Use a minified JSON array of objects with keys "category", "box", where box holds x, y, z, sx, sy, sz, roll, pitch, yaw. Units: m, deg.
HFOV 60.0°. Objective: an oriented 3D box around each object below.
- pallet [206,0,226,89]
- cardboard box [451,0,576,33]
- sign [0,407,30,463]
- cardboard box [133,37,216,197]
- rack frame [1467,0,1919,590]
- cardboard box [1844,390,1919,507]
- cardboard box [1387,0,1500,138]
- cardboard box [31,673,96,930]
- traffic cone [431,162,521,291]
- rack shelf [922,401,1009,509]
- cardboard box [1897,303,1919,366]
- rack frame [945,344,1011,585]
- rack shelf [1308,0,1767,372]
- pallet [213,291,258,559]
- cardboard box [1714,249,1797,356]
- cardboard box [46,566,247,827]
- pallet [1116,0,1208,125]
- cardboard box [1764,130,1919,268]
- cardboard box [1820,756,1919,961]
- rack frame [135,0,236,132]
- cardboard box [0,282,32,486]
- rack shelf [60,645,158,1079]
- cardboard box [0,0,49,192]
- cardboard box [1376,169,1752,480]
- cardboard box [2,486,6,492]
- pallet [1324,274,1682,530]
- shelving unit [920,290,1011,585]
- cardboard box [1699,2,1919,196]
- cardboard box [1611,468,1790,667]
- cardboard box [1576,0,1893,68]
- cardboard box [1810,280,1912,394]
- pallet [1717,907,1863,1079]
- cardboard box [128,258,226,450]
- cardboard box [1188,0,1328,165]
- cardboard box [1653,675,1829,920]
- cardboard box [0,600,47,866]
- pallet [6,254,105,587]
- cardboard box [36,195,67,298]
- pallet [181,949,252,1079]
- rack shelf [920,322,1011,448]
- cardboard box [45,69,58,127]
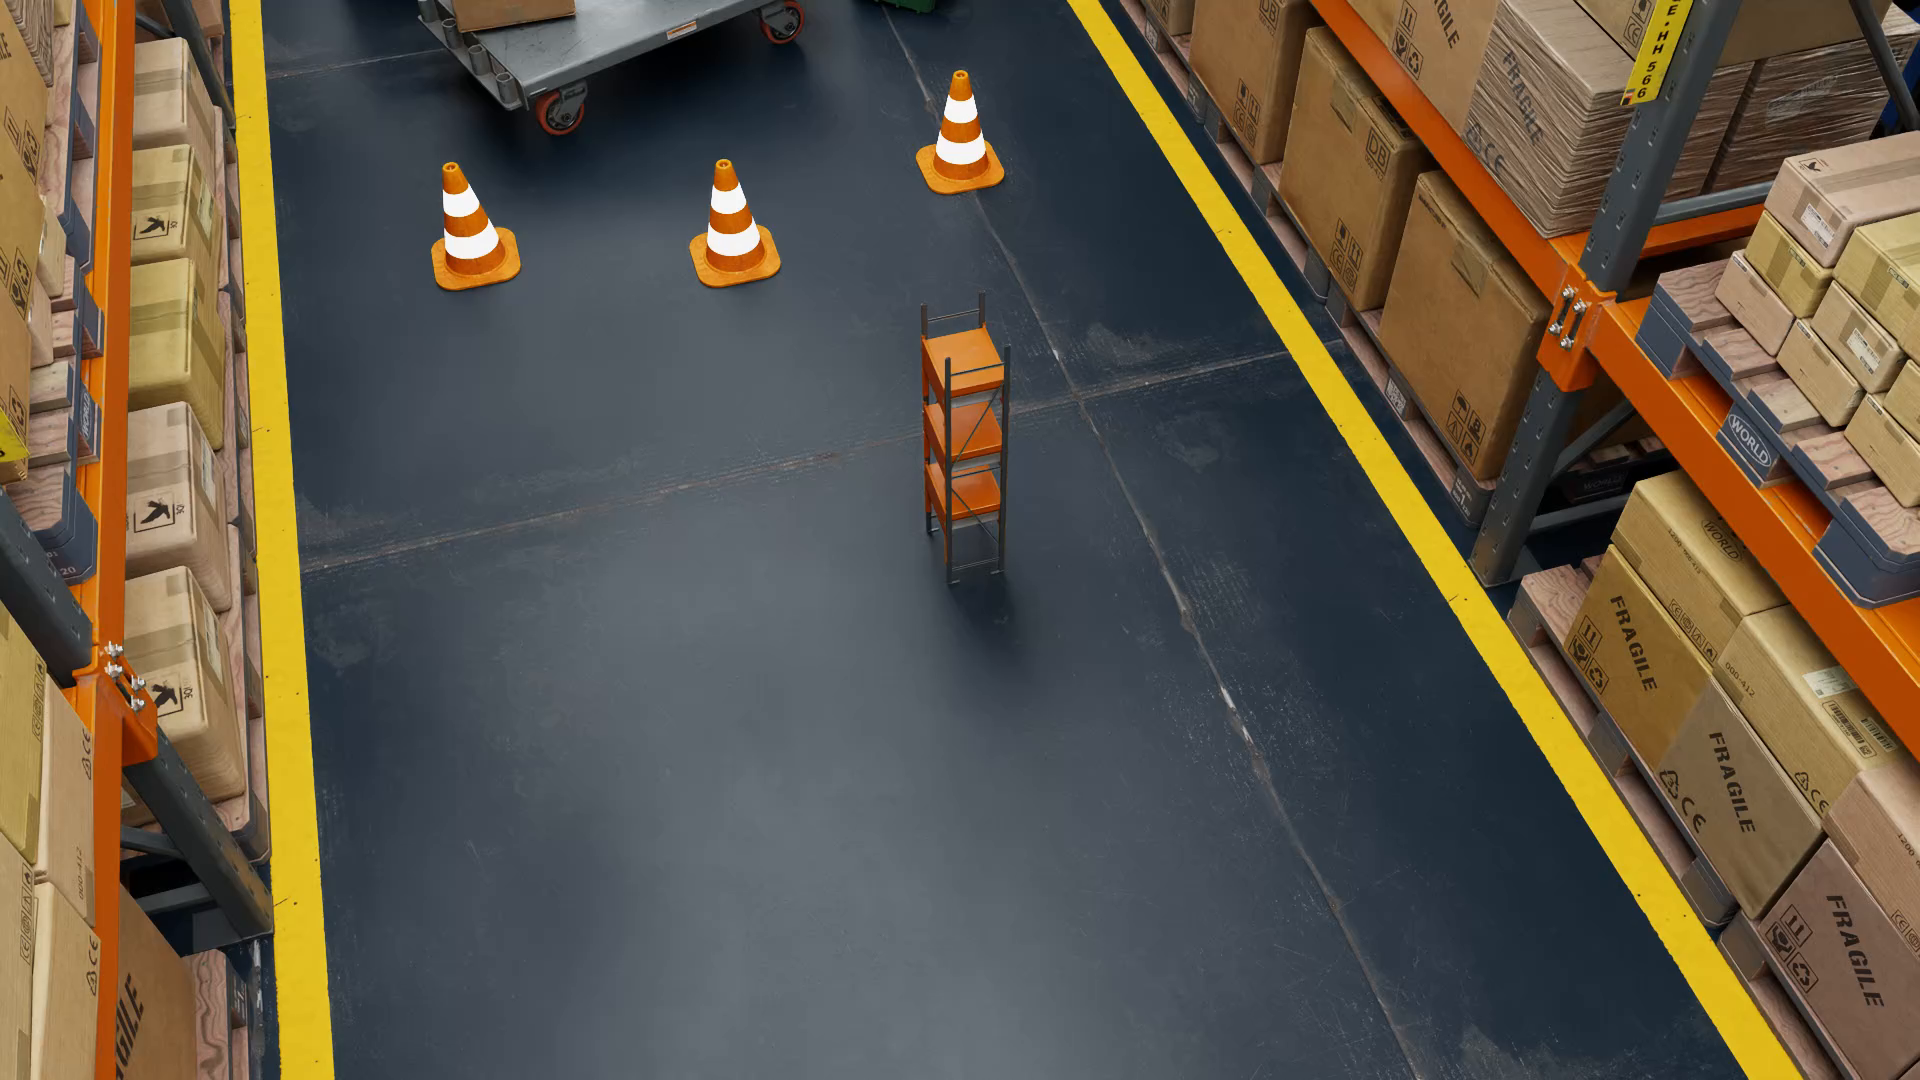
[{"category":"pallet","box":[-3.886,-2.268,7.524,1.003,0.211,1.213,-13,51,-11]},{"category":"cardboard box","box":[-1.962,-2.548,7.075,0.500,0.500,0.500,-13,51,-11]},{"category":"sign","box":[-1.941,-0.264,3.254,0.100,0.325,0.005,-13,51,-11]},{"category":"cardboard box","box":[-3.496,-1.591,6.573,0.950,0.372,0.625,-13,51,-11]},{"category":"rack frame","box":[2.228,-0.956,4.594,1.000,3.000,0.127,-13,51,-11]},{"category":"cardboard box","box":[2.327,-0.245,3.885,0.380,0.149,0.250,-11,51,-9]},{"category":"cardboard box","box":[1.693,-1.621,5.090,0.500,0.500,0.500,-13,51,-11]},{"category":"cardboard box","box":[-2.073,0.596,3.384,0.500,0.250,0.500,-15,51,-12]},{"category":"traffic cone","box":[-1.949,-1.278,6.525,0.336,0.463,0.334,-13,51,-11]},{"category":"rack shelf","box":[0.016,-0.292,5.324,0.215,0.259,0.240,-13,51,-11]},{"category":"cardboard box","box":[2.330,-0.445,3.664,0.380,0.149,0.250,-14,51,-11]},{"category":"rack frame","box":[0.052,-0.210,5.241,0.200,1.050,0.008,-13,51,-11]},{"category":"rack shelf","box":[1.637,-2.185,6.101,1.077,0.370,4.000,-13,51,-11]},{"category":"pallet","box":[-3.057,-0.325,5.886,1.003,0.211,1.213,-13,51,-11]},{"category":"cardboard box","box":[2.168,-0.638,4.216,0.380,0.149,0.250,-14,51,-11]},{"category":"cardboard box","box":[-2.628,0.533,4.782,0.950,0.372,0.625,-16,52,-13]},{"category":"pallet","box":[1.346,-2.432,7.663,1.003,0.211,1.213,-13,51,-11]},{"category":"cardboard box","box":[2.181,-0.818,3.978,0.380,0.149,0.250,-13,51,-11]},{"category":"cardboard box","box":[2.485,0.765,4.013,0.500,0.250,0.500,-13,51,-11]},{"category":"rack frame","box":[-3.653,-2.685,6.051,1.000,3.000,0.127,-13,51,-11]},{"category":"cardboard box","box":[-2.382,-0.408,3.597,0.500,0.500,0.500,-15,51,-12]},{"category":"rack shelf","box":[-1.879,1.929,2.632,1.077,0.370,4.000,-13,51,-11]},{"category":"cardboard box","box":[-2.707,-1.173,4.242,0.500,0.500,0.500,-13,51,-10]},{"category":"cardboard box","box":[2.134,-0.832,5.686,1.050,0.750,0.750,-14,51,-11]},{"category":"cardboard box","box":[-2.389,-0.097,3.760,0.380,0.149,0.250,-16,52,-13]},{"category":"pallet","box":[2.067,-0.650,6.160,1.003,0.211,1.213,-13,51,-11]},{"category":"shelving unit","box":[0.016,-0.299,5.316,0.215,1.050,0.252,-13,51,-11]},{"category":"cardboard box","box":[2.354,-1.377,4.884,0.500,0.500,0.500,-13,51,-11]},{"category":"cardboard box","box":[2.201,0.031,4.632,0.500,0.250,0.500,-15,52,-13]},{"category":"cardboard box","box":[2.105,-1.641,4.452,0.700,0.500,0.500,-14,51,-11]},{"category":"cardboard box","box":[2.262,-0.510,3.914,0.380,0.149,0.250,-11,51,-9]},{"category":"pallet","box":[2.815,1.403,4.429,1.003,0.211,1.213,-13,51,-11]},{"category":"cardboard box","box":[-3.073,-0.559,5.703,0.950,0.372,0.625,-12,51,-10]},{"category":"cardboard box","box":[1.597,-2.150,6.797,1.050,0.750,0.750,-13,51,-11]},{"category":"cardboard box","box":[2.346,0.655,4.596,0.500,0.500,0.500,-13,51,-11]},{"category":"cardboard box","box":[-2.084,0.420,3.205,0.500,0.250,0.500,-13,51,-11]},{"category":"pallet","box":[-2.783,-0.198,4.080,1.213,0.211,1.003,-13,51,-11]},{"category":"cardboard box","box":[-2.539,-0.727,4.291,0.380,0.149,0.250,-13,51,-11]},{"category":"pallet","box":[-2.309,1.728,4.155,1.003,0.211,1.213,-13,51,-11]},{"category":"rack shelf","box":[0.016,-0.475,5.107,0.215,0.259,0.240,-13,51,-11]},{"category":"cardboard box","box":[-2.820,-1.288,4.764,0.380,0.149,0.250,-12,51,-10]}]
